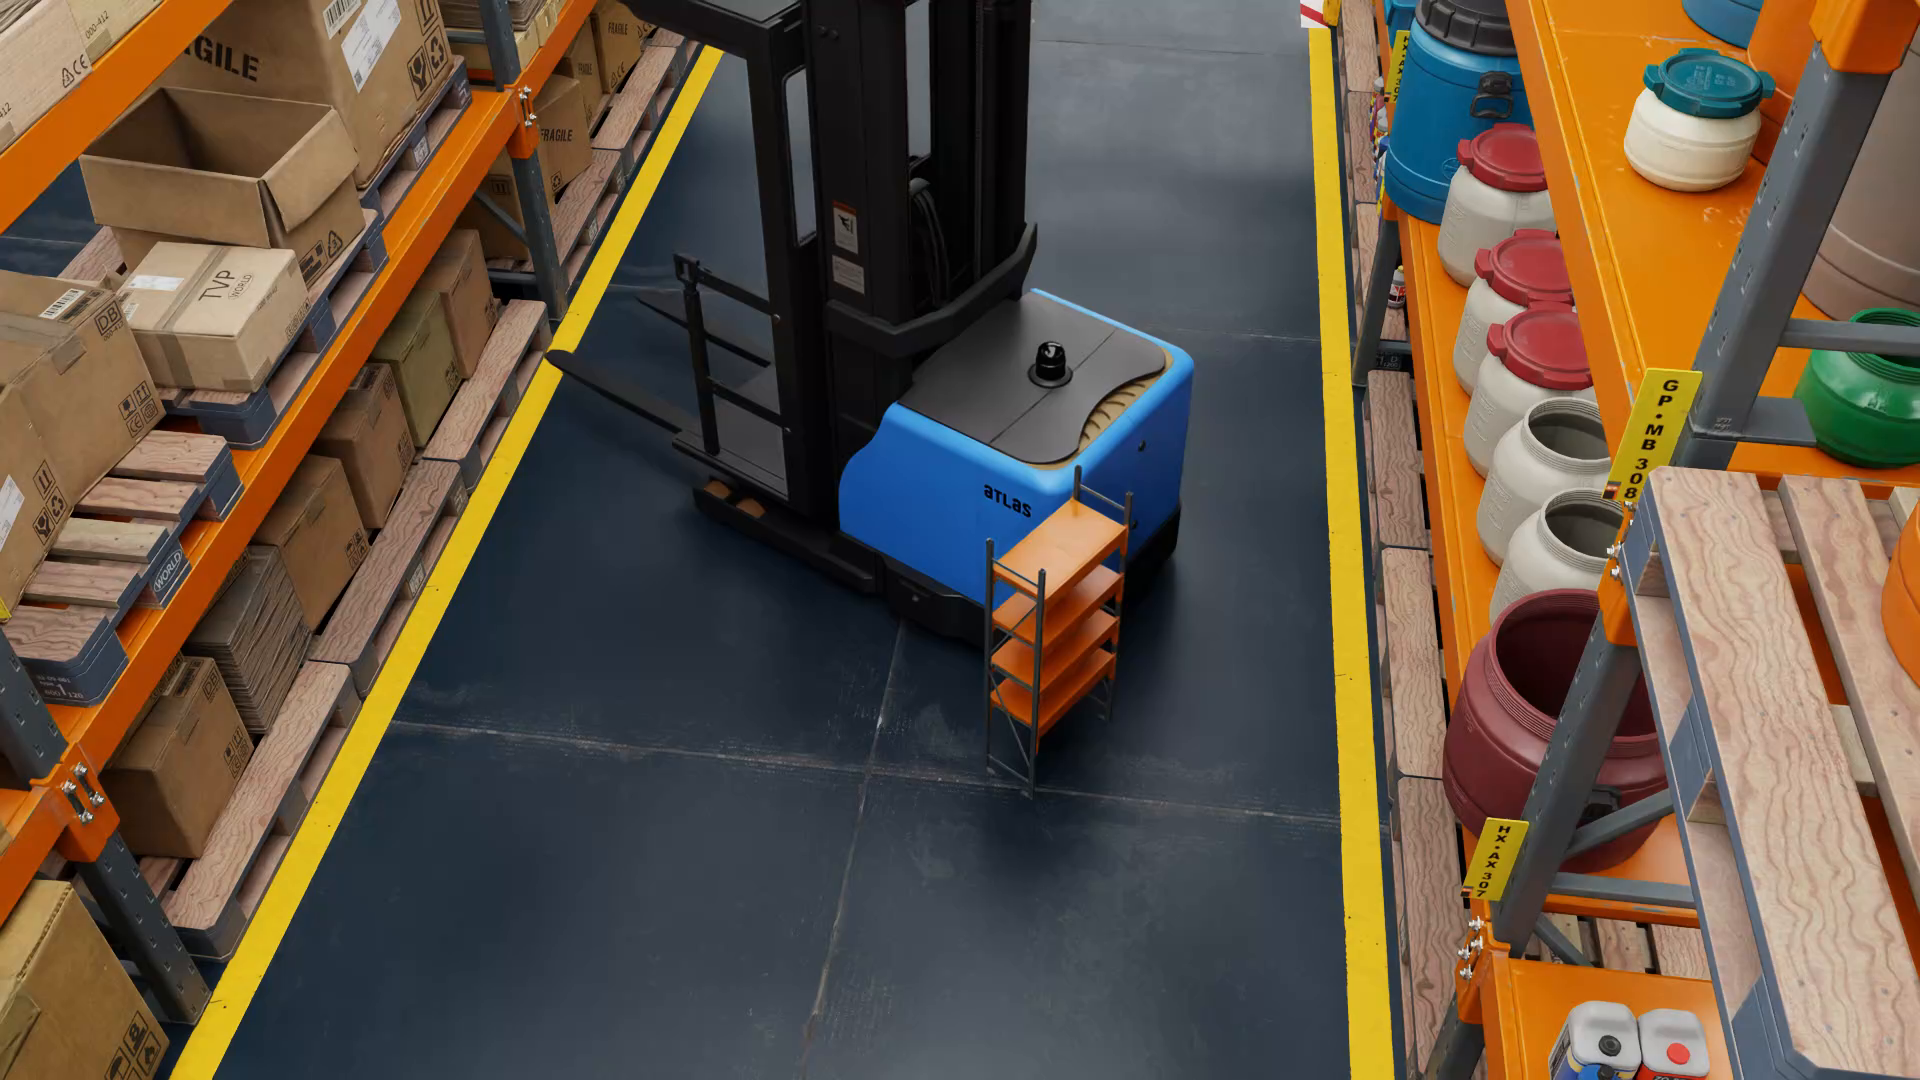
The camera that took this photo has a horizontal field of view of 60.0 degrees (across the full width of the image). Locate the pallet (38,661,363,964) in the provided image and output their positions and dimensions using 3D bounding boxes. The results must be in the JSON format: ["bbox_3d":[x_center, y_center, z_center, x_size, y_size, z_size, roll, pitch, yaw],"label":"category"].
[{"bbox_3d":[-2.933,0.930,6.136,1.003,0.211,1.213,5,44,6],"label":"pallet"}]

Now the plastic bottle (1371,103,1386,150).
[{"bbox_3d":[2.335,-2.280,9.163,0.097,0.271,0.097,0,43,0],"label":"plastic bottle"}]

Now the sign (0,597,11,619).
[{"bbox_3d":[-2.487,0.078,4.166,0.100,0.325,0.005,5,44,6],"label":"sign"}]

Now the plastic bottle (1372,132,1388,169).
[{"bbox_3d":[2.309,-2.119,9.044,0.097,0.201,0.097,0,43,0],"label":"plastic bottle"}]

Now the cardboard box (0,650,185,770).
[{"bbox_3d":[-2.979,0.466,5.551,0.500,0.250,0.500,7,44,7],"label":"cardboard box"}]

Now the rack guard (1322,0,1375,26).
[{"bbox_3d":[2.966,-3.588,10.698,1.175,0.500,0.348,5,44,6],"label":"rack guard"}]

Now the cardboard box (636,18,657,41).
[{"bbox_3d":[-2.124,-3.412,10.207,0.500,0.500,0.500,16,46,16],"label":"cardboard box"}]

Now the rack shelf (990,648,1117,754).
[{"bbox_3d":[0.340,0.549,6.206,0.258,0.148,0.480,30,51,28],"label":"rack shelf"}]

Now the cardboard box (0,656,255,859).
[{"bbox_3d":[-2.969,0.740,5.807,0.700,0.500,0.500,3,44,3],"label":"cardboard box"}]

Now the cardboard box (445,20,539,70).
[{"bbox_3d":[-2.182,-2.304,7.706,0.380,0.149,0.250,5,44,6],"label":"cardboard box"}]

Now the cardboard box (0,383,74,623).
[{"bbox_3d":[-3.006,-0.110,4.829,0.500,0.500,0.500,0,43,0],"label":"cardboard box"}]

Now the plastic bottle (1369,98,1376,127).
[{"bbox_3d":[2.367,-2.418,9.359,0.097,0.201,0.097,0,43,0],"label":"plastic bottle"}]

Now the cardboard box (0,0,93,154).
[{"bbox_3d":[-2.655,-1.232,4.319,0.500,0.250,0.500,6,44,7],"label":"cardboard box"}]

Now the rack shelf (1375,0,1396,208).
[{"bbox_3d":[2.665,-2.928,8.706,1.077,0.370,4.000,5,44,6],"label":"rack shelf"}]

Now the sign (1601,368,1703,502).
[{"bbox_3d":[1.325,-0.196,3.192,0.100,0.325,0.005,5,44,6],"label":"sign"}]

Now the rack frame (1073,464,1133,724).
[{"bbox_3d":[0.496,0.227,6.159,0.240,1.200,0.015,30,51,28],"label":"rack frame"}]

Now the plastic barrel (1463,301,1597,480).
[{"bbox_3d":[1.902,-0.448,5.465,0.433,0.535,0.433,0,43,0],"label":"plastic barrel"}]

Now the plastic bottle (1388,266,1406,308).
[{"bbox_3d":[2.140,-1.245,8.121,0.097,0.201,0.097,0,43,0],"label":"plastic bottle"}]

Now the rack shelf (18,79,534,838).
[{"bbox_3d":[-2.773,-0.652,6.302,1.077,0.370,4.000,5,44,6],"label":"rack shelf"}]

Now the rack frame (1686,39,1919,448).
[{"bbox_3d":[1.872,-1.278,2.077,1.000,3.000,0.127,5,44,6],"label":"rack frame"}]

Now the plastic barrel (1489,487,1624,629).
[{"bbox_3d":[1.796,0.139,4.862,0.421,0.512,0.421,0,43,0],"label":"plastic barrel"}]

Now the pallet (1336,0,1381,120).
[{"bbox_3d":[2.853,-2.930,10.213,1.003,0.211,1.213,5,44,6],"label":"pallet"}]

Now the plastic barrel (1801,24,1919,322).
[{"bbox_3d":[2.195,-0.911,3.506,0.600,0.901,0.600,0,43,0],"label":"plastic barrel"}]

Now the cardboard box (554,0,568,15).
[{"bbox_3d":[-2.131,-2.646,8.068,0.380,0.149,0.250,5,44,6],"label":"cardboard box"}]

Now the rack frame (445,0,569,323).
[{"bbox_3d":[-2.509,-2.276,7.494,1.000,3.000,0.127,5,44,6],"label":"rack frame"}]

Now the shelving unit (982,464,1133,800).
[{"bbox_3d":[0.340,0.356,6.023,0.258,1.200,0.503,30,51,28],"label":"shelving unit"}]

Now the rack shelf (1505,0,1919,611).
[{"bbox_3d":[2.136,-1.291,4.795,1.077,0.370,4.000,5,44,6],"label":"rack shelf"}]

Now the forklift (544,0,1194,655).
[{"bbox_3d":[-0.556,-1.346,6.562,3.031,2.935,1.130,27,50,25],"label":"forklift"}]

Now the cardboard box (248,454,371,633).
[{"bbox_3d":[-2.840,-0.027,6.617,0.700,0.500,0.500,9,44,9],"label":"cardboard box"}]

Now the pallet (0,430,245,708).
[{"bbox_3d":[-3.049,0.024,5.204,1.213,0.211,1.003,5,44,6],"label":"pallet"}]

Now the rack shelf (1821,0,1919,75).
[{"bbox_3d":[1.607,0.491,1.022,1.077,0.370,4.000,5,44,6],"label":"rack shelf"}]

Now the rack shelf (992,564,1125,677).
[{"bbox_3d":[0.340,0.243,5.915,0.258,0.148,0.480,30,51,28],"label":"rack shelf"}]

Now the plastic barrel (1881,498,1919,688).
[{"bbox_3d":[1.794,-0.111,2.408,0.600,0.830,0.708,5,44,6],"label":"plastic barrel"}]

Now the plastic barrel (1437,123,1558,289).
[{"bbox_3d":[2.057,-1.243,6.304,0.433,0.535,0.433,0,43,0],"label":"plastic barrel"}]

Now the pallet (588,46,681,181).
[{"bbox_3d":[-2.296,-2.558,9.820,1.003,0.211,1.213,5,44,6],"label":"pallet"}]

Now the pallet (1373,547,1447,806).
[{"bbox_3d":[2.176,0.559,6.528,1.003,0.211,1.213,5,44,6],"label":"pallet"}]

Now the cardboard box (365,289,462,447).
[{"bbox_3d":[-2.693,-0.788,7.421,0.700,0.500,0.500,5,44,5],"label":"cardboard box"}]

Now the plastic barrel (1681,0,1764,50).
[{"bbox_3d":[2.376,-1.839,4.487,0.600,0.901,0.708,5,44,6],"label":"plastic barrel"}]

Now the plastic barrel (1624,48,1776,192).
[{"bbox_3d":[1.808,-1.027,4.094,0.301,0.262,0.301,0,43,0],"label":"plastic barrel"}]

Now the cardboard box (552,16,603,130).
[{"bbox_3d":[-2.344,-2.611,9.361,0.500,0.500,0.500,2,43,2],"label":"cardboard box"}]

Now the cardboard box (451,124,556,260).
[{"bbox_3d":[-2.416,-1.790,8.493,0.500,0.500,0.500,4,44,4],"label":"cardboard box"}]

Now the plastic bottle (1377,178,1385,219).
[{"bbox_3d":[2.268,-1.840,8.640,0.144,0.351,0.185,5,44,5],"label":"plastic bottle"}]

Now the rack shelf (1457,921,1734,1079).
[{"bbox_3d":[1.607,2.525,2.947,1.077,0.370,4.000,5,44,6],"label":"rack shelf"}]

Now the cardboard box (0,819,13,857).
[{"bbox_3d":[-2.857,0.773,4.202,0.500,0.500,0.500,6,44,7],"label":"cardboard box"}]

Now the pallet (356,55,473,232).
[{"bbox_3d":[-2.754,-1.699,7.024,1.003,0.211,1.213,5,44,6],"label":"pallet"}]

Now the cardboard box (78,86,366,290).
[{"bbox_3d":[-2.647,-1.276,6.058,0.797,0.503,0.637,9,44,10],"label":"cardboard box"}]

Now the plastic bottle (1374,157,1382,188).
[{"bbox_3d":[2.282,-1.979,8.896,0.097,0.201,0.097,0,43,0],"label":"plastic bottle"}]

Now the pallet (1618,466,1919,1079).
[{"bbox_3d":[1.674,0.392,2.632,1.003,0.211,1.213,5,44,6],"label":"pallet"}]

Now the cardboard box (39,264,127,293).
[{"bbox_3d":[-3.085,-0.815,5.743,0.396,0.266,0.258,4,44,4],"label":"cardboard box"}]

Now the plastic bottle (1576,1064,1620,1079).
[{"bbox_3d":[1.452,1.289,3.823,0.097,0.271,0.097,0,43,0],"label":"plastic bottle"}]

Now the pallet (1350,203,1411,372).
[{"bbox_3d":[2.531,-1.267,8.457,1.003,0.211,1.213,5,44,6],"label":"pallet"}]

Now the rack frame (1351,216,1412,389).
[{"bbox_3d":[2.401,-1.826,7.019,1.000,3.000,0.127,5,44,6],"label":"rack frame"}]
